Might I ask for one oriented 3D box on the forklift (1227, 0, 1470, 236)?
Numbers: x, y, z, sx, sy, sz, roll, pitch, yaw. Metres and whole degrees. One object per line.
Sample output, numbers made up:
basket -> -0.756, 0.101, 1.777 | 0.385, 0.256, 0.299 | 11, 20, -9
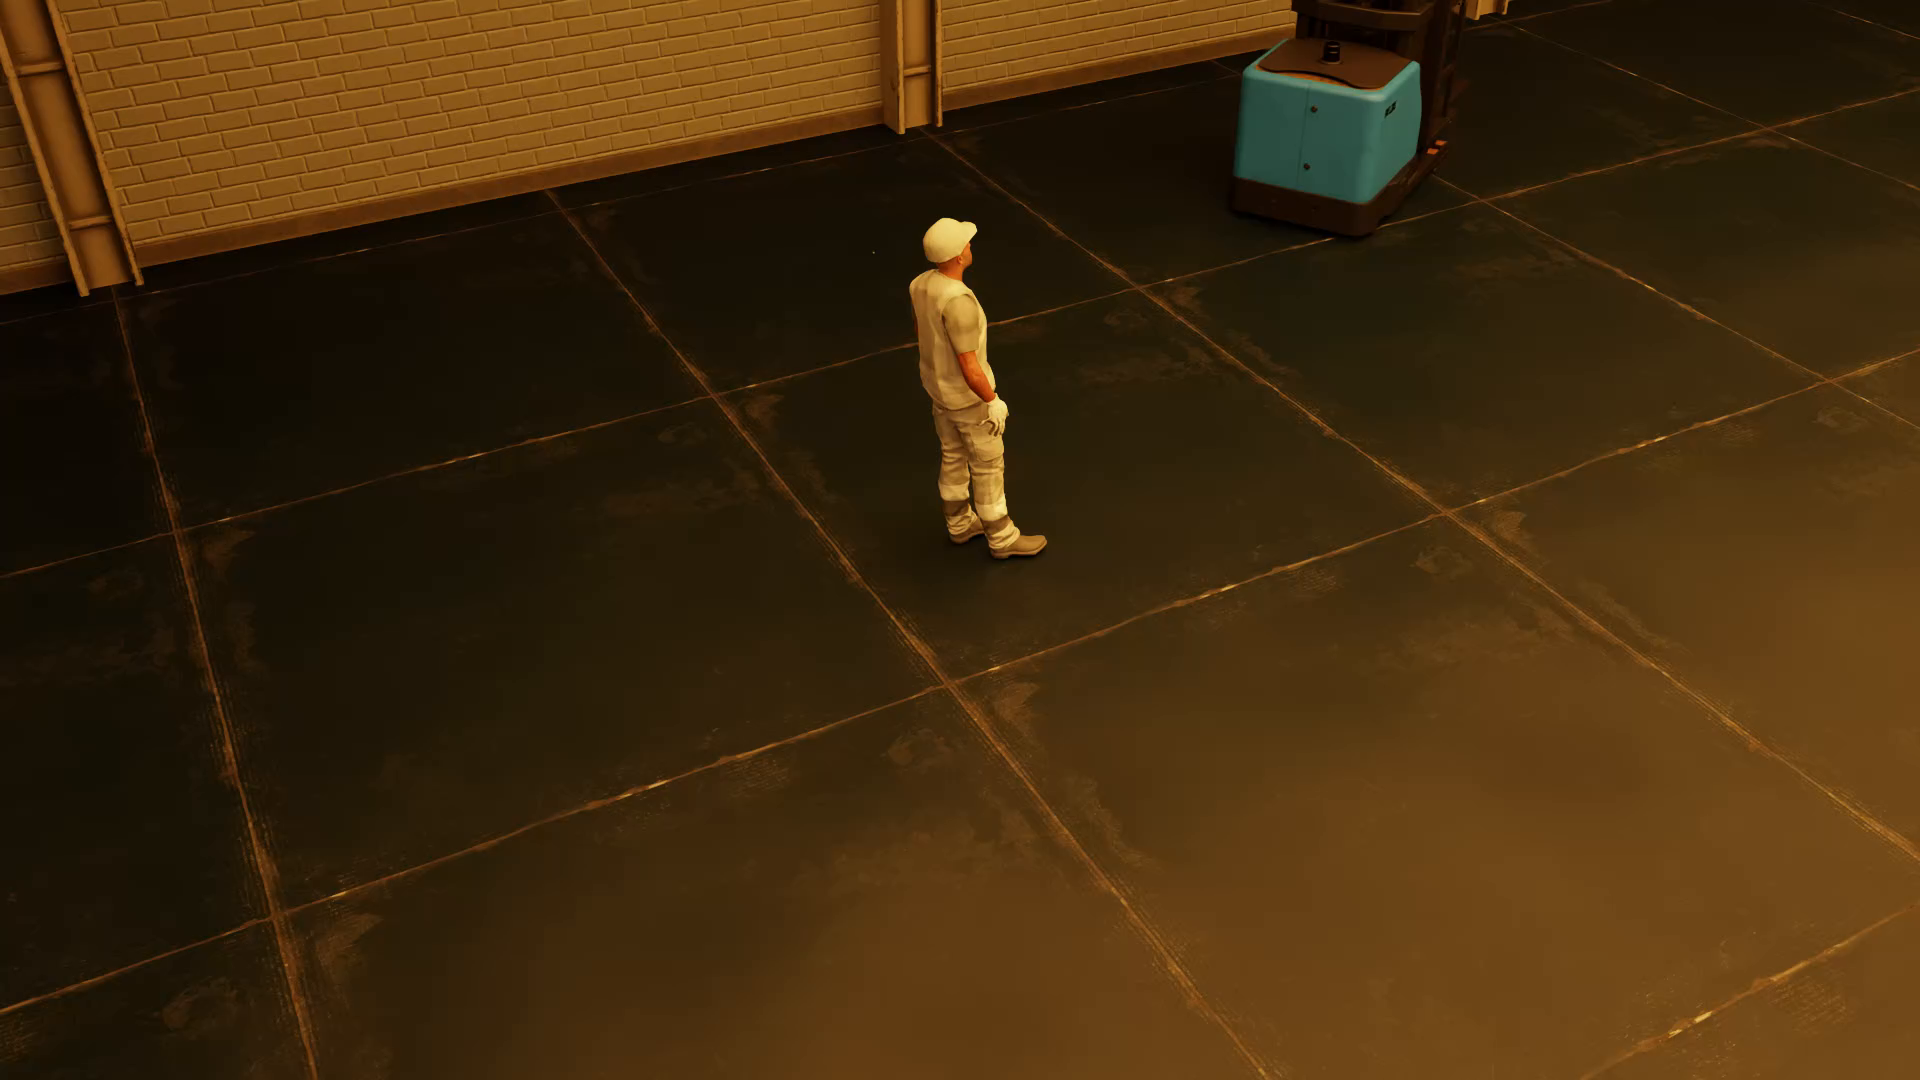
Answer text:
forklift -> 3.104, -4.123, 11.955 | 1.130, 2.935, 3.031 | 19, 39, 25

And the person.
person -> 0.076, -0.752, 8.163 | 0.564, 1.787, 0.637 | -17, 39, -23
